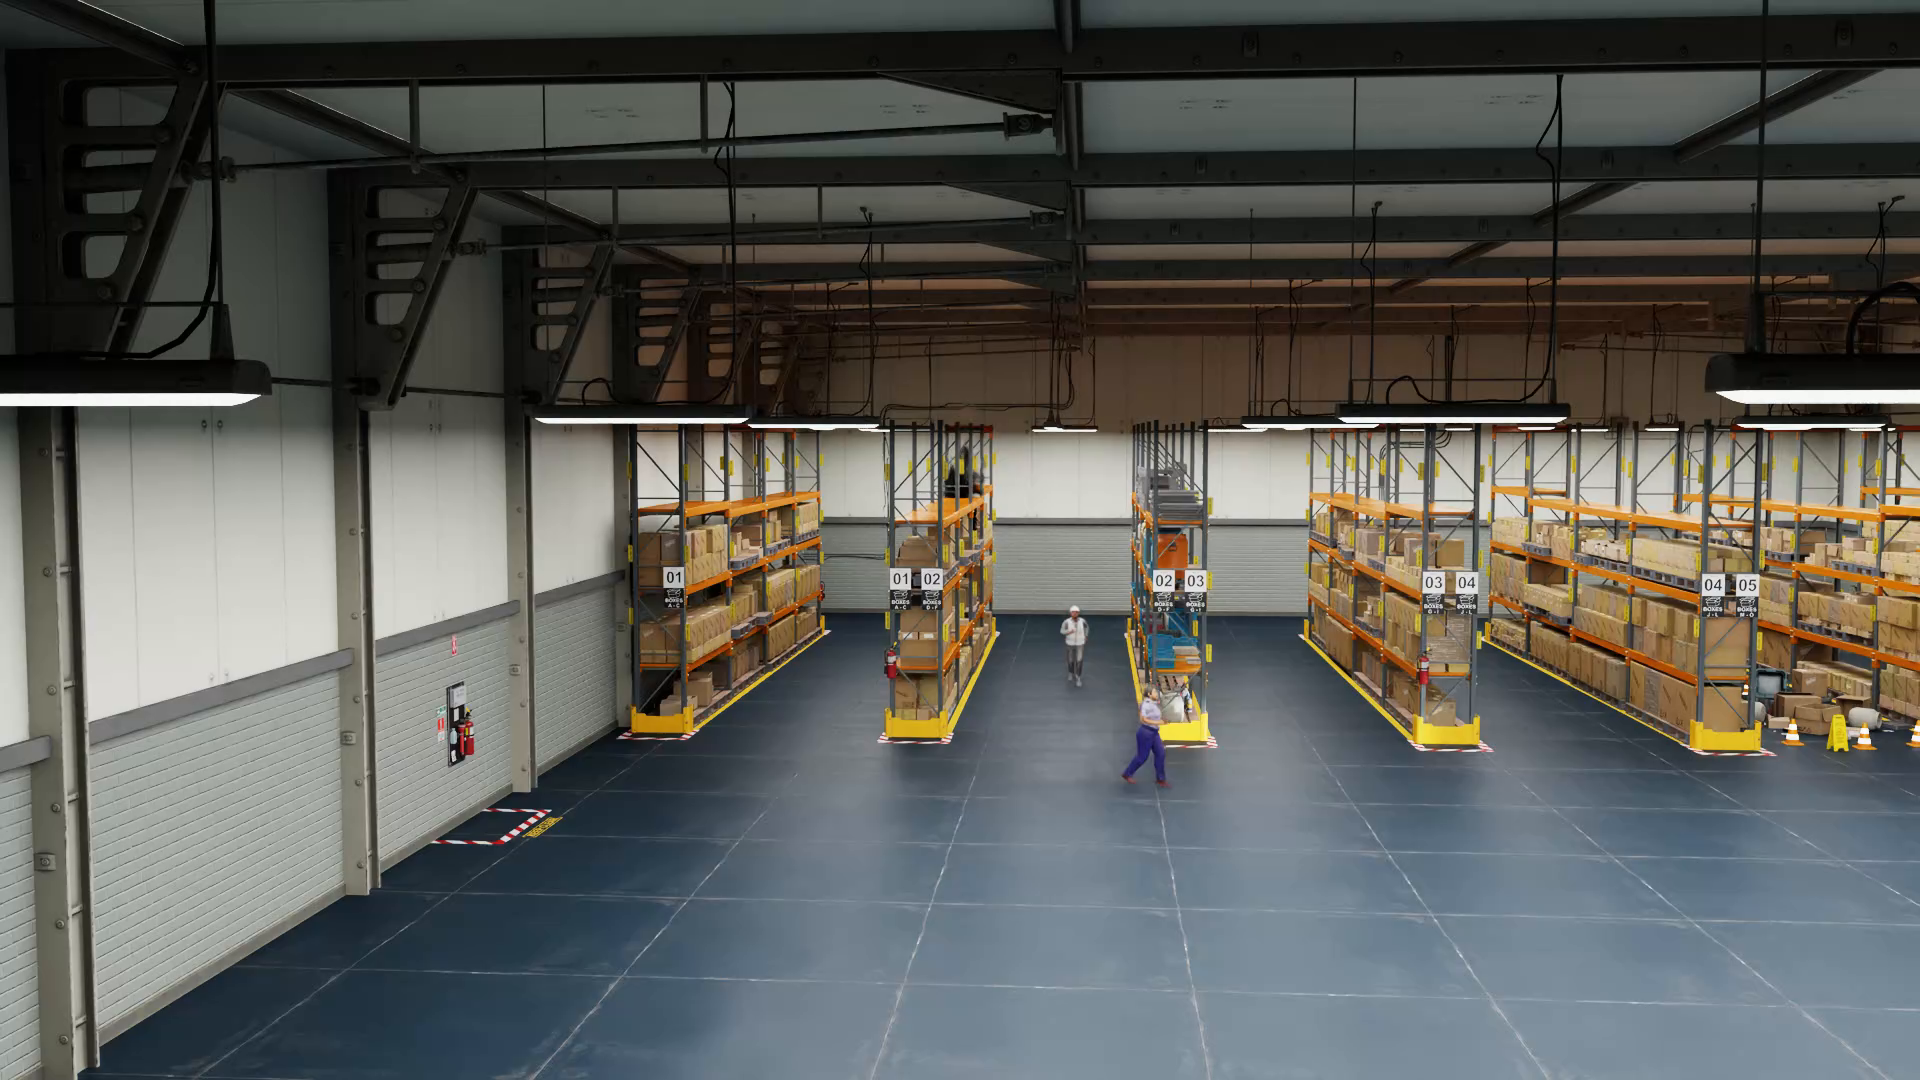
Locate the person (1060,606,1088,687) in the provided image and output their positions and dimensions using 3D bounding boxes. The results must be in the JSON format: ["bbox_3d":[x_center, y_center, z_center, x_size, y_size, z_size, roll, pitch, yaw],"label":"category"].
[{"bbox_3d":[2.622,2.413,38.134,0.658,1.829,0.828,0,4,1],"label":"person"}]

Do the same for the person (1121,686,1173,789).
[{"bbox_3d":[3.038,3.199,26.964,0.802,1.688,0.594,2,4,23],"label":"person"}]

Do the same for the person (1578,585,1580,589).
[{"bbox_3d":[16.593,2.023,44.884,0.696,1.718,0.605,0,4,0],"label":"person"}]
